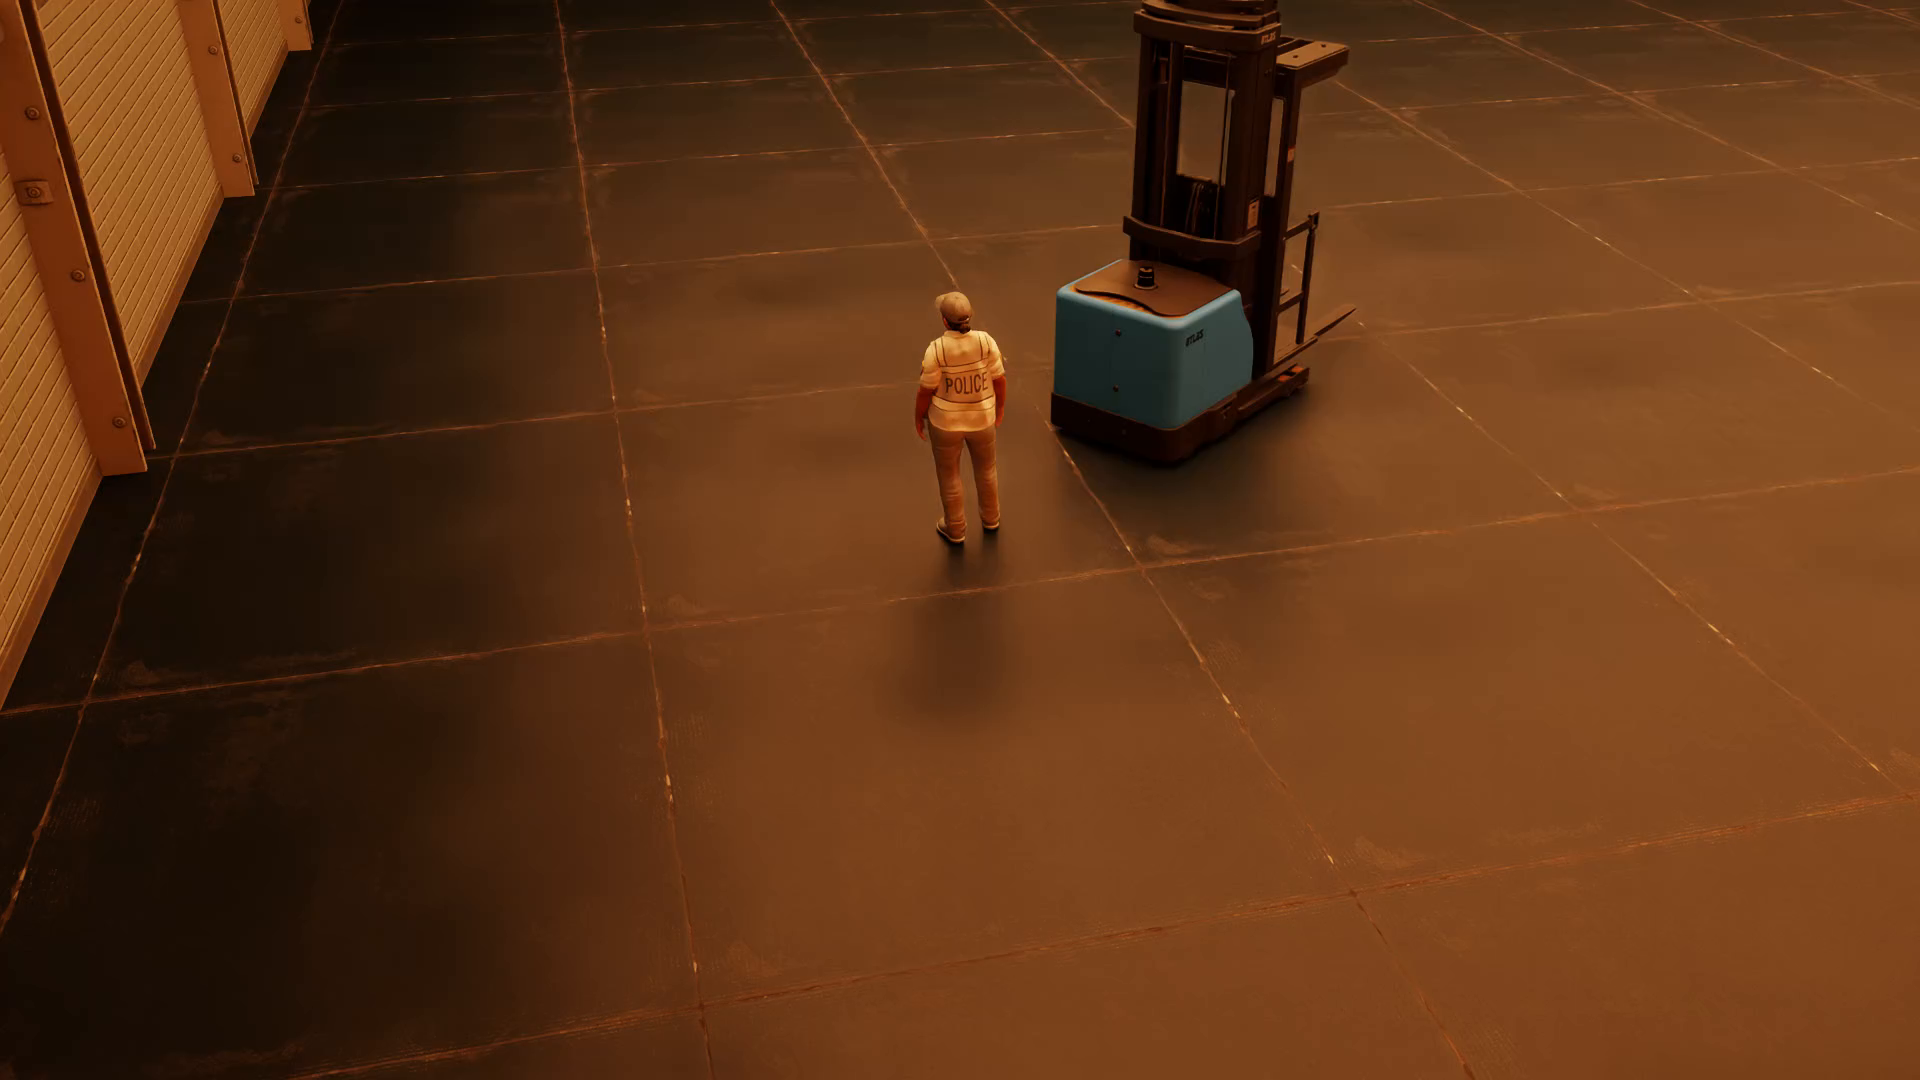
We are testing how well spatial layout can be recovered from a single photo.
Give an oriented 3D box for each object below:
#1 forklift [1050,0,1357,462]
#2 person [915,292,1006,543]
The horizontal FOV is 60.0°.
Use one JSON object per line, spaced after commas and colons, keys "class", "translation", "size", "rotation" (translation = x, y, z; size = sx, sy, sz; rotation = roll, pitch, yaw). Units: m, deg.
{"class": "forklift", "translation": [1.961, -2.467, 11.836], "size": [1.130, 2.935, 3.031], "rotation": [22, 37, 33]}
{"class": "person", "translation": [0.004, -0.768, 10.147], "size": [0.598, 1.670, 0.529], "rotation": [-7, 31, -12]}
